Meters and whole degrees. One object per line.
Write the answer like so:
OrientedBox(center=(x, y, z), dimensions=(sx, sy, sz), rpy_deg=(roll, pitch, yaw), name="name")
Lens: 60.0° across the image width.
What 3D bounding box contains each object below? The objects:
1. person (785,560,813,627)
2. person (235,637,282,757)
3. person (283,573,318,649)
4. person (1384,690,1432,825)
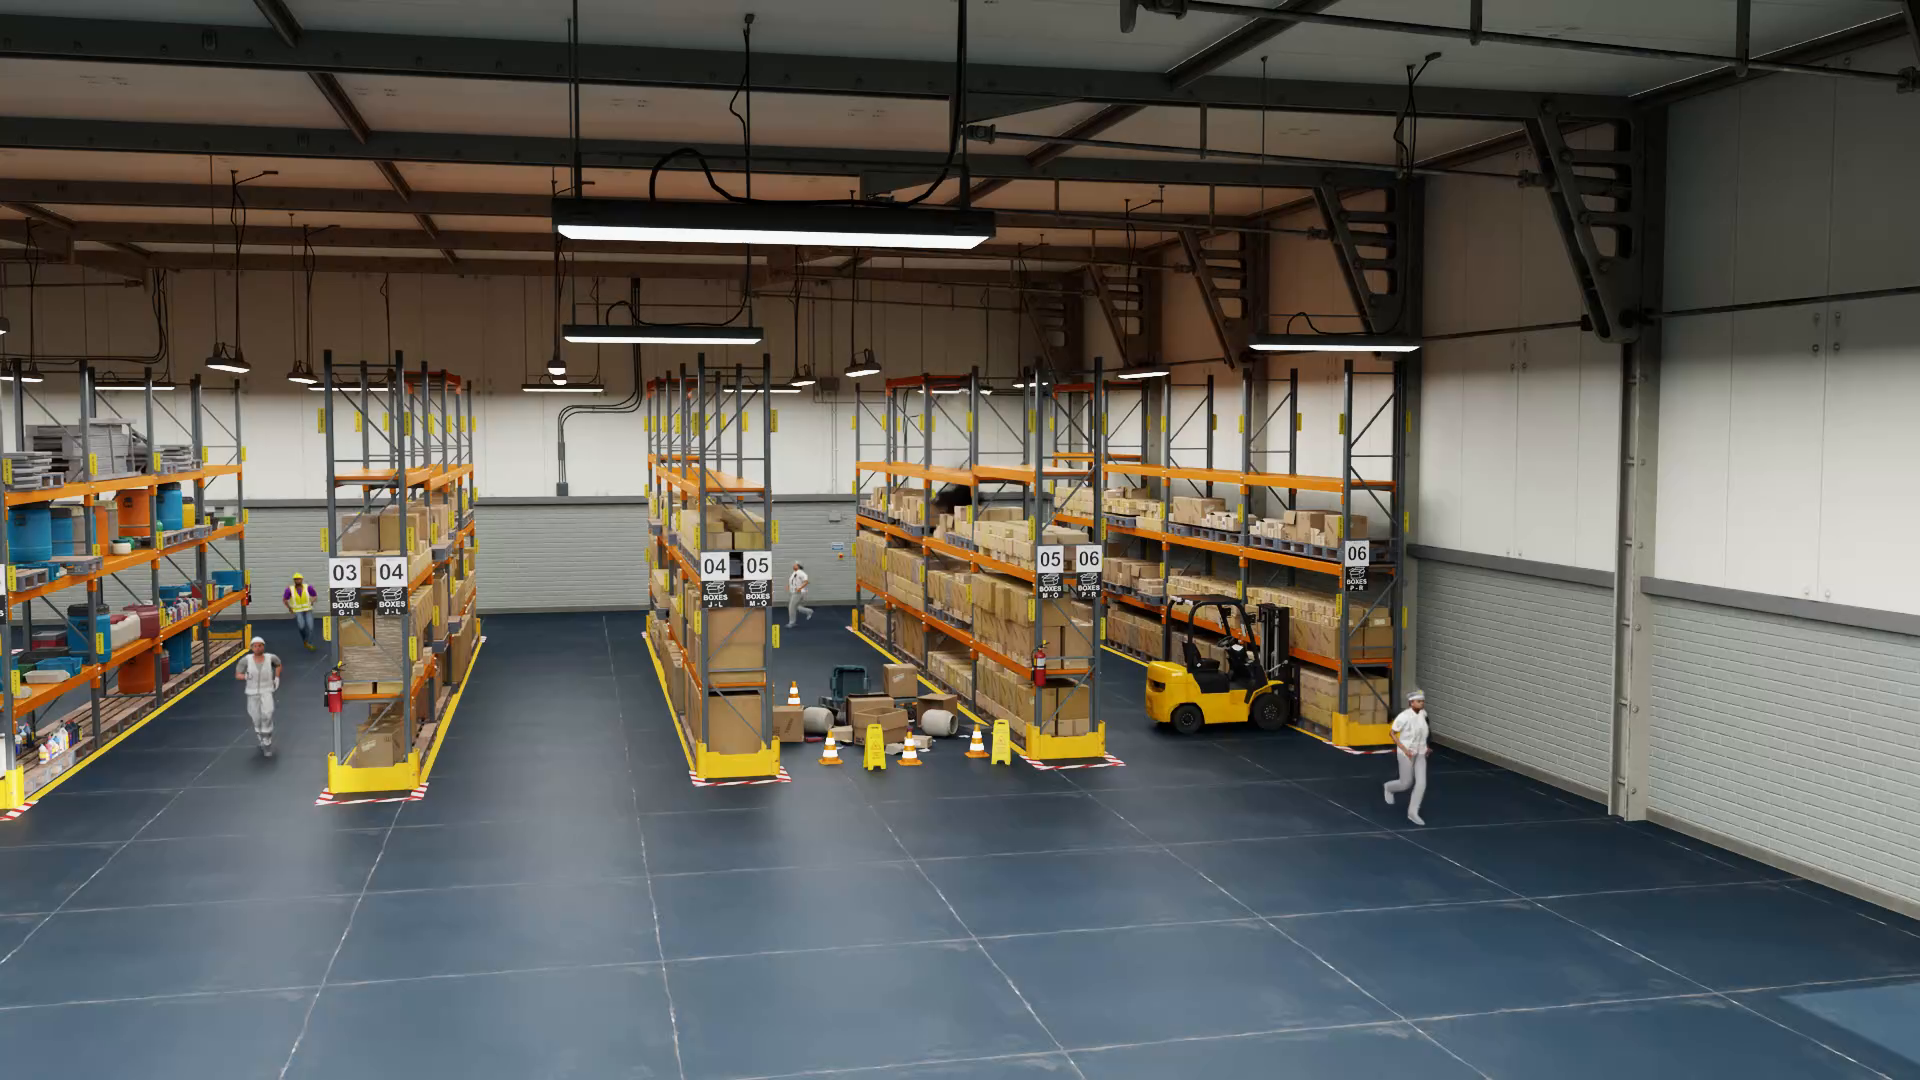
OrientedBox(center=(-3.980, 1.332, 41.237), dimensions=(0.769, 1.655, 0.607), rpy_deg=(-2, 4, -22), name="person")
OrientedBox(center=(-10.642, 2.366, 25.244), dimensions=(0.631, 1.823, 0.825), rpy_deg=(-1, 4, -16), name="person")
OrientedBox(center=(-14.560, 1.591, 36.804), dimensions=(0.700, 1.727, 0.566), rpy_deg=(-2, 5, -32), name="person")
OrientedBox(center=(5.715, 2.715, 21.137), dimensions=(0.600, 1.680, 0.763), rpy_deg=(-2, 4, -25), name="person")
